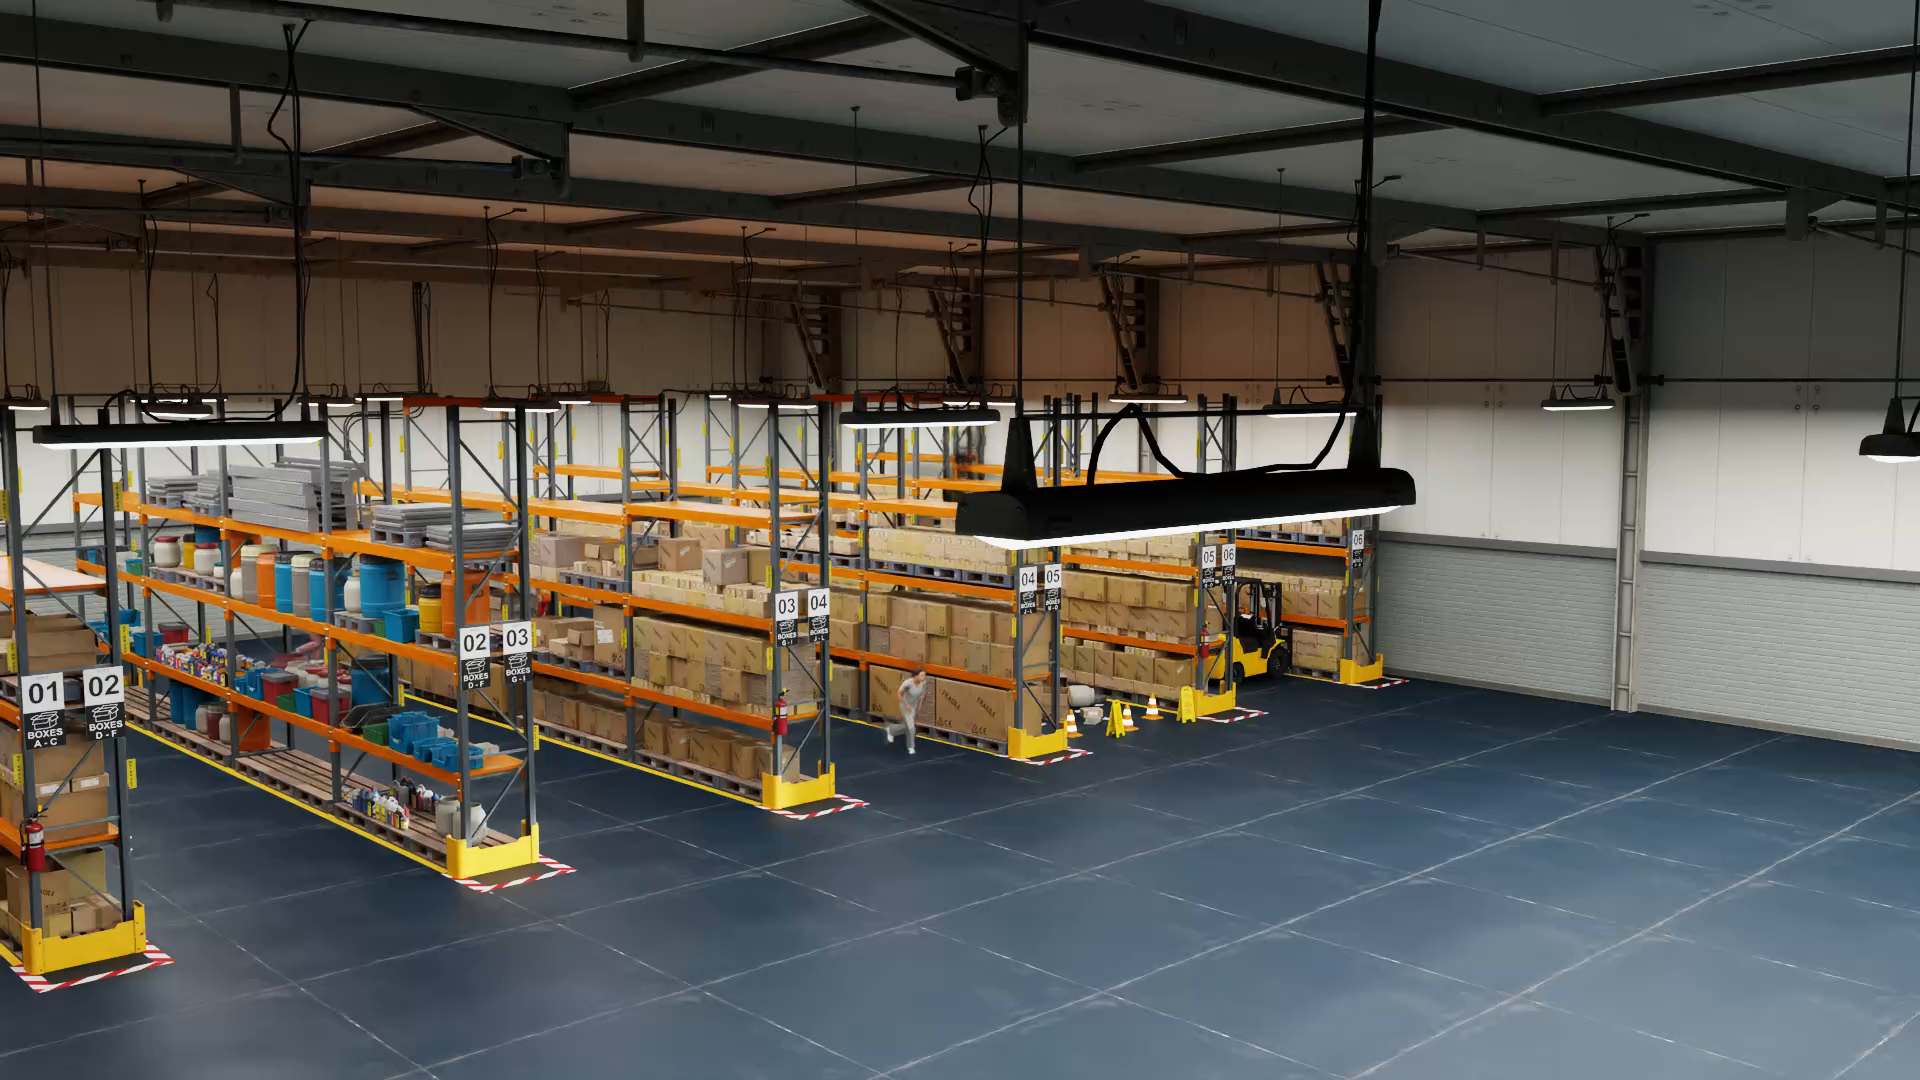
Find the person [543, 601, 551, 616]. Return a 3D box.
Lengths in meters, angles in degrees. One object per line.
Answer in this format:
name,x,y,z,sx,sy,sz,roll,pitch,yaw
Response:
person,-10.109,1.625,40.647,0.687,1.632,0.618,-4,7,-35

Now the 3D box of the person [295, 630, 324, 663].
person,-14.498,1.945,36.998,0.619,1.626,0.574,-3,6,-25

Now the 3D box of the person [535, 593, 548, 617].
person,-9.503,1.957,37.194,0.695,1.616,0.989,-4,7,-38

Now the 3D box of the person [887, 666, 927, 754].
person,-0.911,2.860,28.357,0.567,1.518,0.964,-5,7,-39
